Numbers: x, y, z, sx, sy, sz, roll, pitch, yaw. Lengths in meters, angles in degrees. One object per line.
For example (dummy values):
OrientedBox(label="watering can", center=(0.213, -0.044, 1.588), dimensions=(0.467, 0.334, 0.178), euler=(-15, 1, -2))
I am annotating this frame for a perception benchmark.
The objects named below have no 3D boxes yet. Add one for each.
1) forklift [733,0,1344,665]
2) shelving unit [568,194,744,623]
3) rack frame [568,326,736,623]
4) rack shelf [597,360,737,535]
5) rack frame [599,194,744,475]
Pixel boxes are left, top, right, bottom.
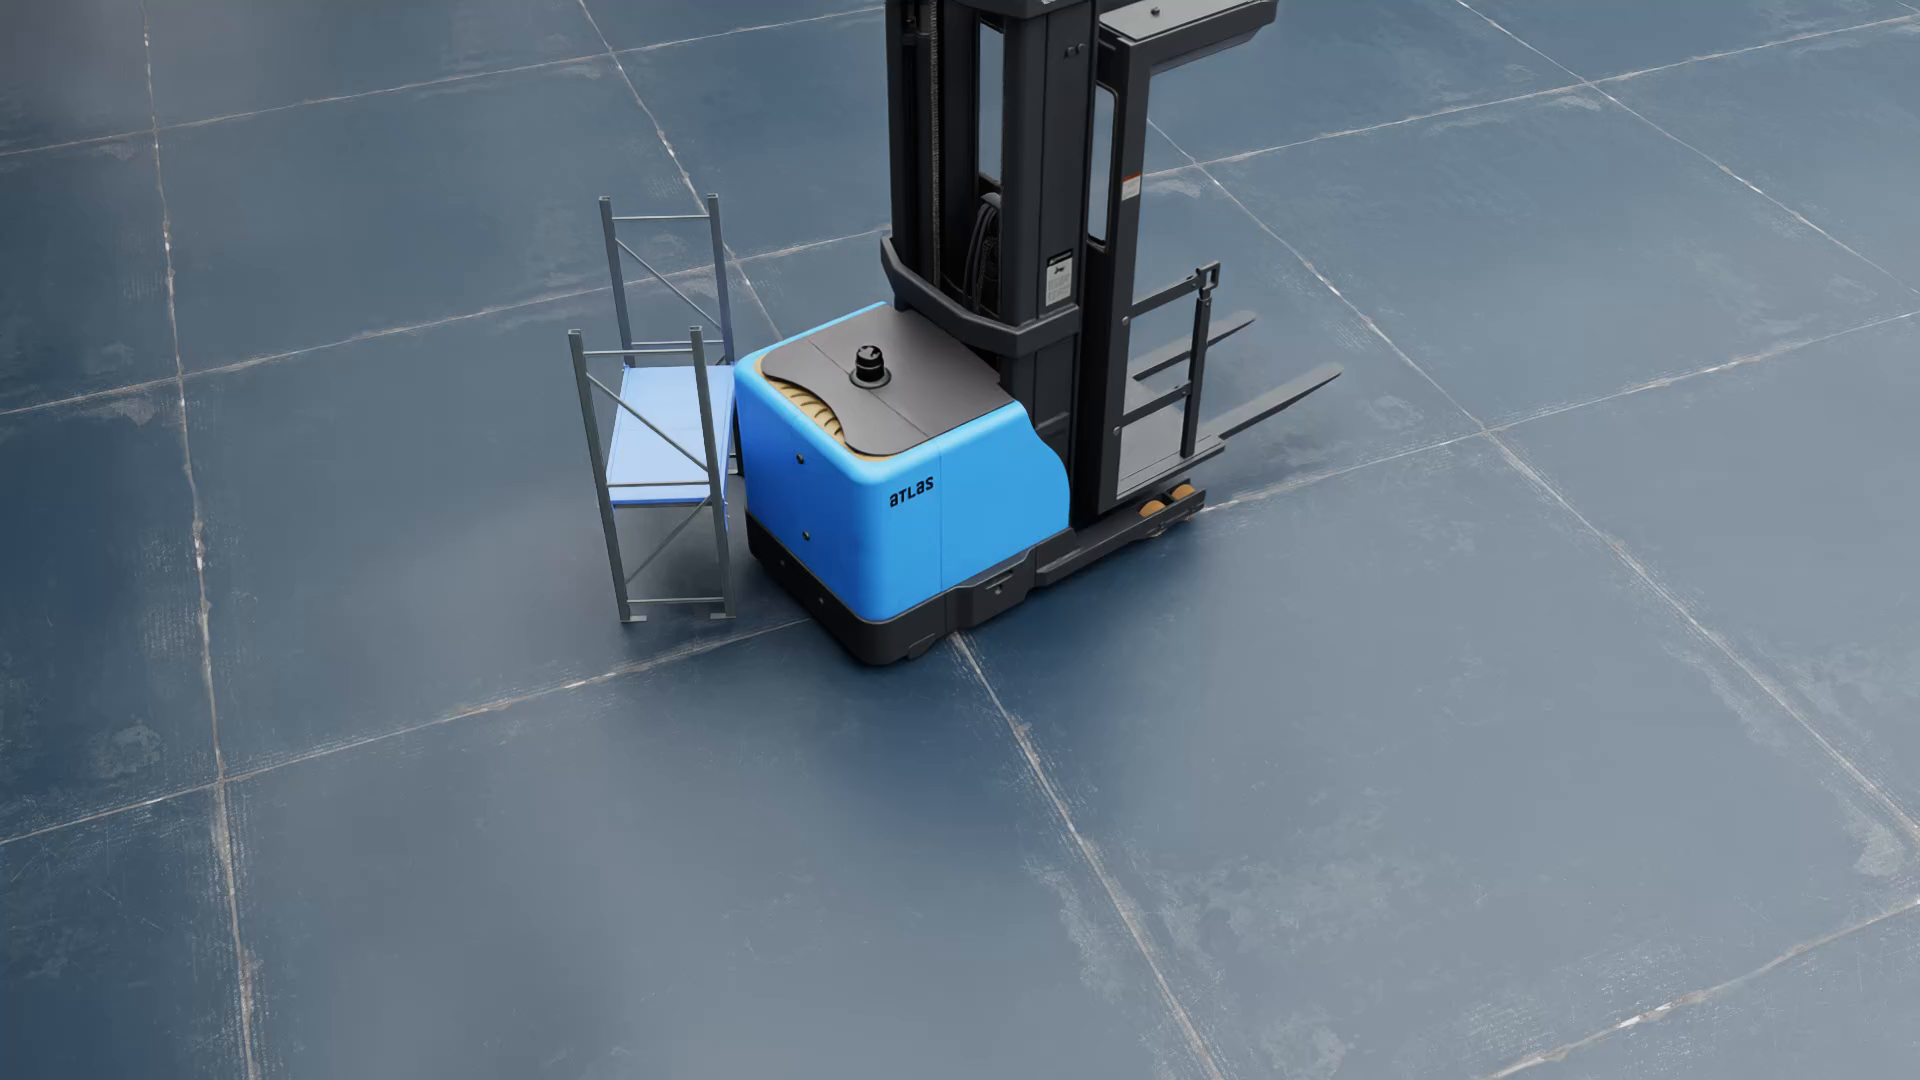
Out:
OrientedBox(label="forklift", center=(0.522, -1.376, 7.021), dimensions=(3.031, 2.935, 1.130), euler=(-27, 47, -27))
OrientedBox(label="shelving unit", center=(-1.255, -0.557, 7.166), dimensions=(0.538, 1.500, 1.048), euler=(-2, 41, -2))
OrientedBox(label="rack frame", center=(-1.230, -0.226, 6.781), dimensions=(0.500, 1.500, 0.032), euler=(-2, 41, -2))
OrientedBox(label="rack shelf", center=(-1.255, -0.421, 7.284), dimensions=(0.538, 0.185, 1.000), euler=(-2, 41, -2))
OrientedBox(label="rack frame", center=(-1.280, -0.888, 7.551), dimensions=(0.500, 1.500, 0.032), euler=(-2, 41, -2))
